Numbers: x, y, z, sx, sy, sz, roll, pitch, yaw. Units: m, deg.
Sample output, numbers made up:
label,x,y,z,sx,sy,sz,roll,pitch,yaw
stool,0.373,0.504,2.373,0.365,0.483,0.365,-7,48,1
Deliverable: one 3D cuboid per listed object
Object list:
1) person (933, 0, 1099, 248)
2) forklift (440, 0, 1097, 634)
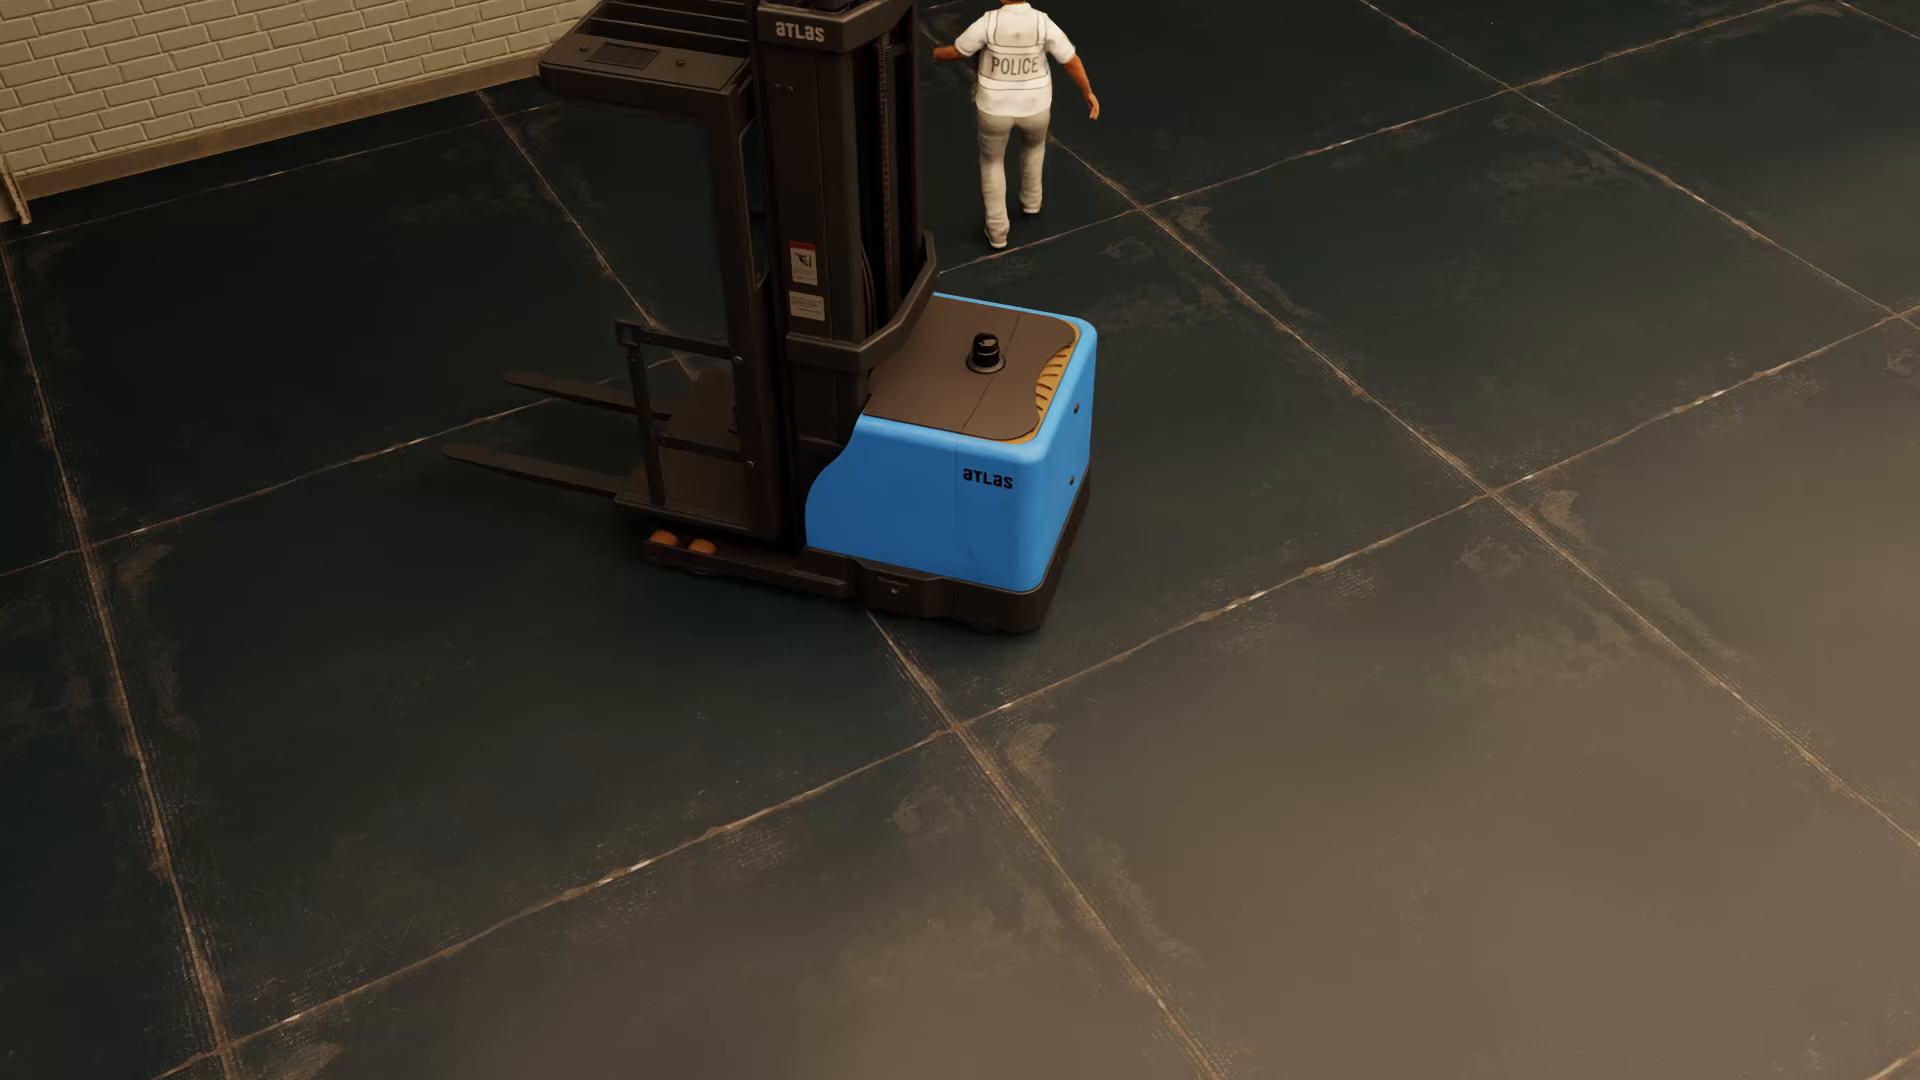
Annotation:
label,x,y,z,sx,sy,sz,roll,pitch,yaw
person,0.314,-2.474,9.360,0.922,1.683,0.612,-2,43,-2
forklift,-0.957,-1.243,7.038,3.031,2.935,1.130,12,44,13
